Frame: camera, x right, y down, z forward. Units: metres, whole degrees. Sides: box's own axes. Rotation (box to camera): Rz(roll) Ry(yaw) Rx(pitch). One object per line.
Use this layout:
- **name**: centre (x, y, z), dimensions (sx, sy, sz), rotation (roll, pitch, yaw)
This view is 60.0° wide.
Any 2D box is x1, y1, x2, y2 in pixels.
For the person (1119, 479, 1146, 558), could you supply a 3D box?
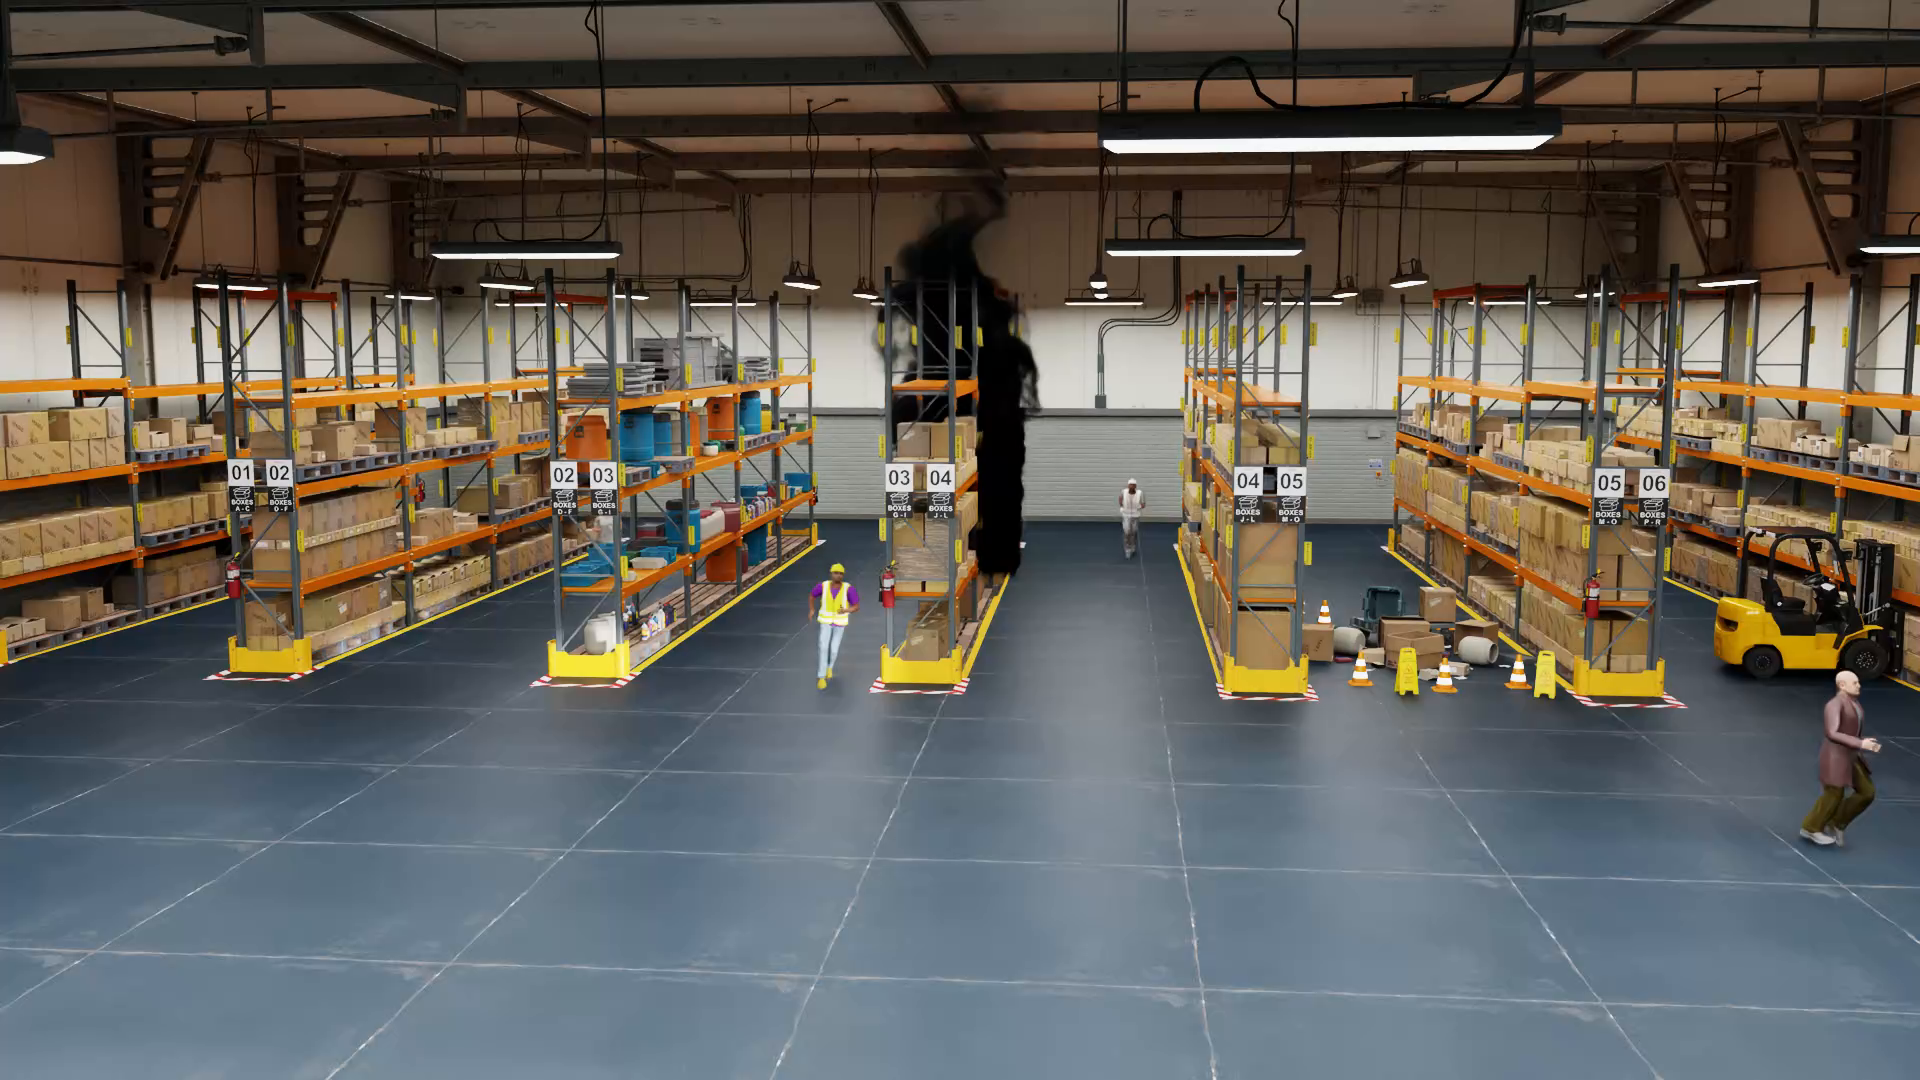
- **person**: centre (3.956, -0.514, 38.216), dimensions (0.596, 1.821, 0.920), rotation (0, 7, -1)

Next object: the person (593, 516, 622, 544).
- **person**: centre (-7.163, 0.076, 33.792), dimensions (0.551, 1.720, 0.777), rotation (0, 7, -1)

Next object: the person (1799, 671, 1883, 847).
- **person**: centre (8.684, 2.168, 16.316), dimensions (0.732, 1.798, 0.744), rotation (-5, 9, -37)

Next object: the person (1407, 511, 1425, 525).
- **person**: centre (11.114, -0.736, 40.353), dimensions (0.915, 1.740, 0.747), rotation (3, 8, 23)

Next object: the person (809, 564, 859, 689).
- **person**: centre (-1.817, 1.204, 23.978), dimensions (0.727, 1.743, 0.986), rotation (-1, 7, -6)
